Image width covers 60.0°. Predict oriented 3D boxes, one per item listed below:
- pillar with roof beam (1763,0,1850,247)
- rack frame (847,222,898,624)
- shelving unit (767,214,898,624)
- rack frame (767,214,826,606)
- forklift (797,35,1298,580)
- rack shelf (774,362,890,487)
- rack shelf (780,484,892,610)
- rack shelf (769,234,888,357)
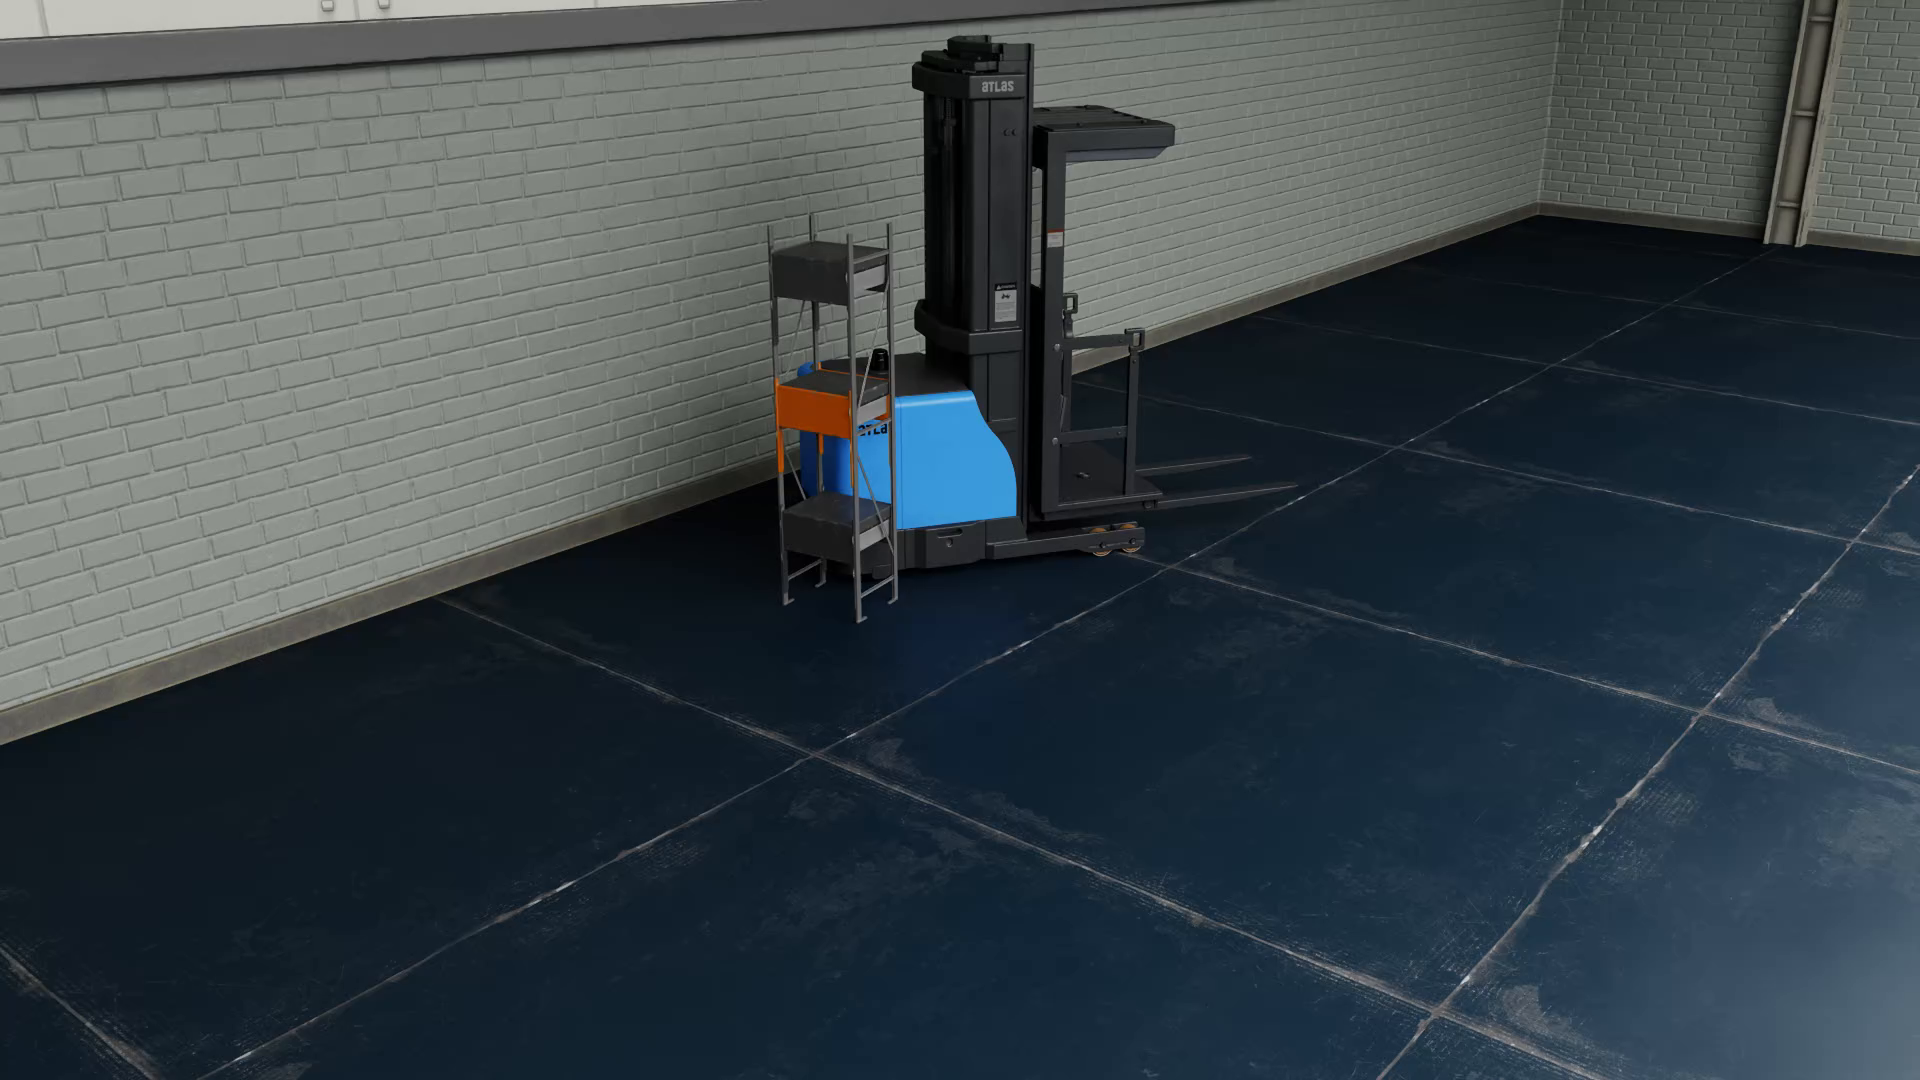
[{"bbox_3d":[6.848,-6.478,14.593,0.400,9.000,9.100,16,26,36],"label":"pillar with roof beam"},{"bbox_3d":[-0.454,-0.592,8.762,0.015,2.100,0.400,12,24,28],"label":"rack frame"},{"bbox_3d":[-0.665,-0.636,8.878,0.503,2.100,0.431,12,24,28],"label":"shelving unit"},{"bbox_3d":[-0.875,-0.679,8.994,0.015,2.100,0.400,12,24,28],"label":"rack frame"},{"bbox_3d":[0.589,-1.443,9.841,3.031,2.935,1.130,-7,22,-18],"label":"forklift"},{"bbox_3d":[-0.665,-0.623,8.883,0.480,0.518,0.431,12,24,28],"label":"rack shelf"},{"bbox_3d":[-0.665,0.032,9.130,0.480,0.518,0.431,12,24,28],"label":"rack shelf"},{"bbox_3d":[-0.665,-1.278,8.636,0.480,0.518,0.431,12,24,28],"label":"rack shelf"}]
